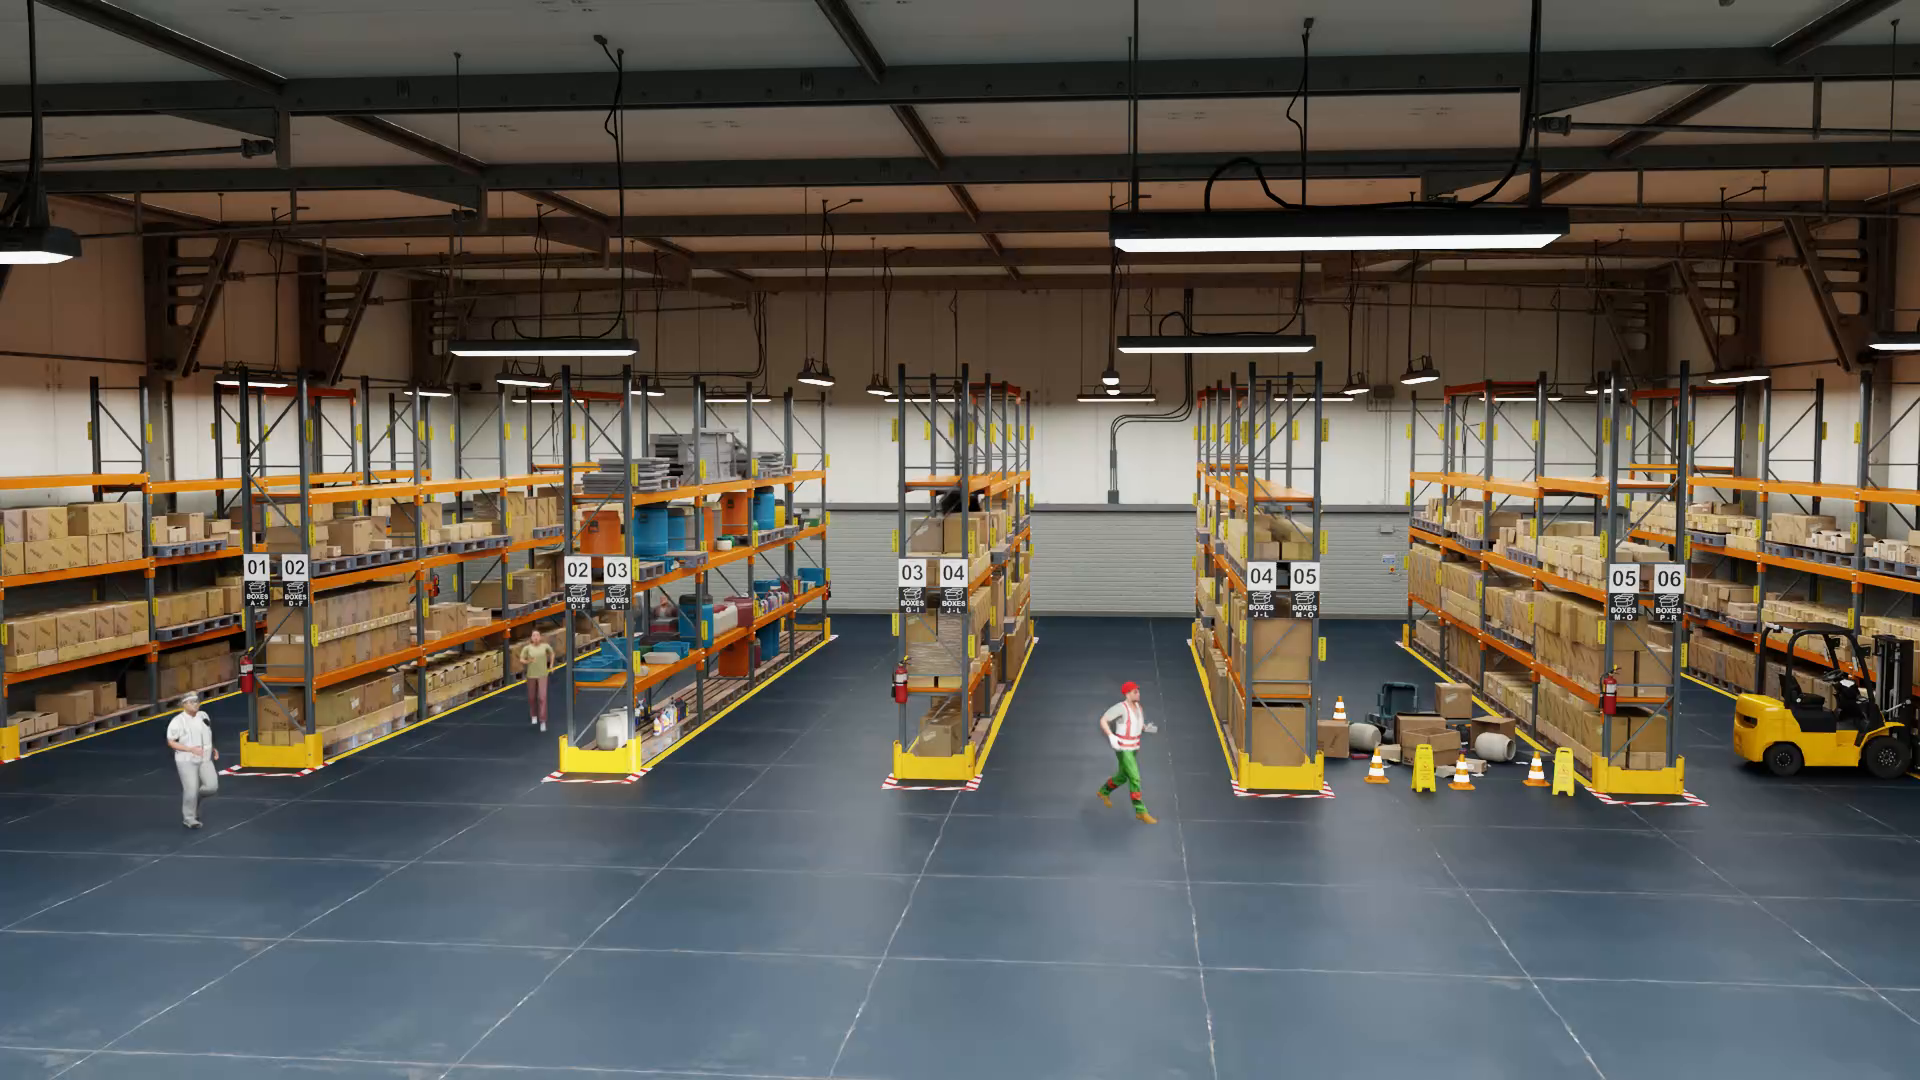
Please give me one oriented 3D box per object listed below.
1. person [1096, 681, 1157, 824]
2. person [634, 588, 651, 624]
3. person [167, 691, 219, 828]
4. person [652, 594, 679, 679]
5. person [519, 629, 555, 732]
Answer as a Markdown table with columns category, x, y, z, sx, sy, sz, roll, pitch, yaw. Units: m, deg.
| category | x | y | z | sx | sy | sz | roll | pitch | yaw |
| --- | --- | --- | --- | --- | --- | --- | --- | --- | --- |
| person | 2.143 | 2.716 | 21.519 | 0.979 | 1.792 | 0.675 | 3 | 5 | 39 |
| person | -8.069 | 1.426 | 42.222 | 1.072 | 1.814 | 0.620 | 2 | 4 | 31 |
| person | -9.714 | 2.781 | 21.141 | 0.593 | 1.738 | 0.658 | 2 | 4 | 33 |
| person | -6.001 | 1.962 | 33.830 | 0.693 | 1.746 | 0.651 | 0 | 4 | 8 |
| person | -7.158 | 2.342 | 28.137 | 0.571 | 1.698 | 0.882 | -1 | 4 | -11 |
